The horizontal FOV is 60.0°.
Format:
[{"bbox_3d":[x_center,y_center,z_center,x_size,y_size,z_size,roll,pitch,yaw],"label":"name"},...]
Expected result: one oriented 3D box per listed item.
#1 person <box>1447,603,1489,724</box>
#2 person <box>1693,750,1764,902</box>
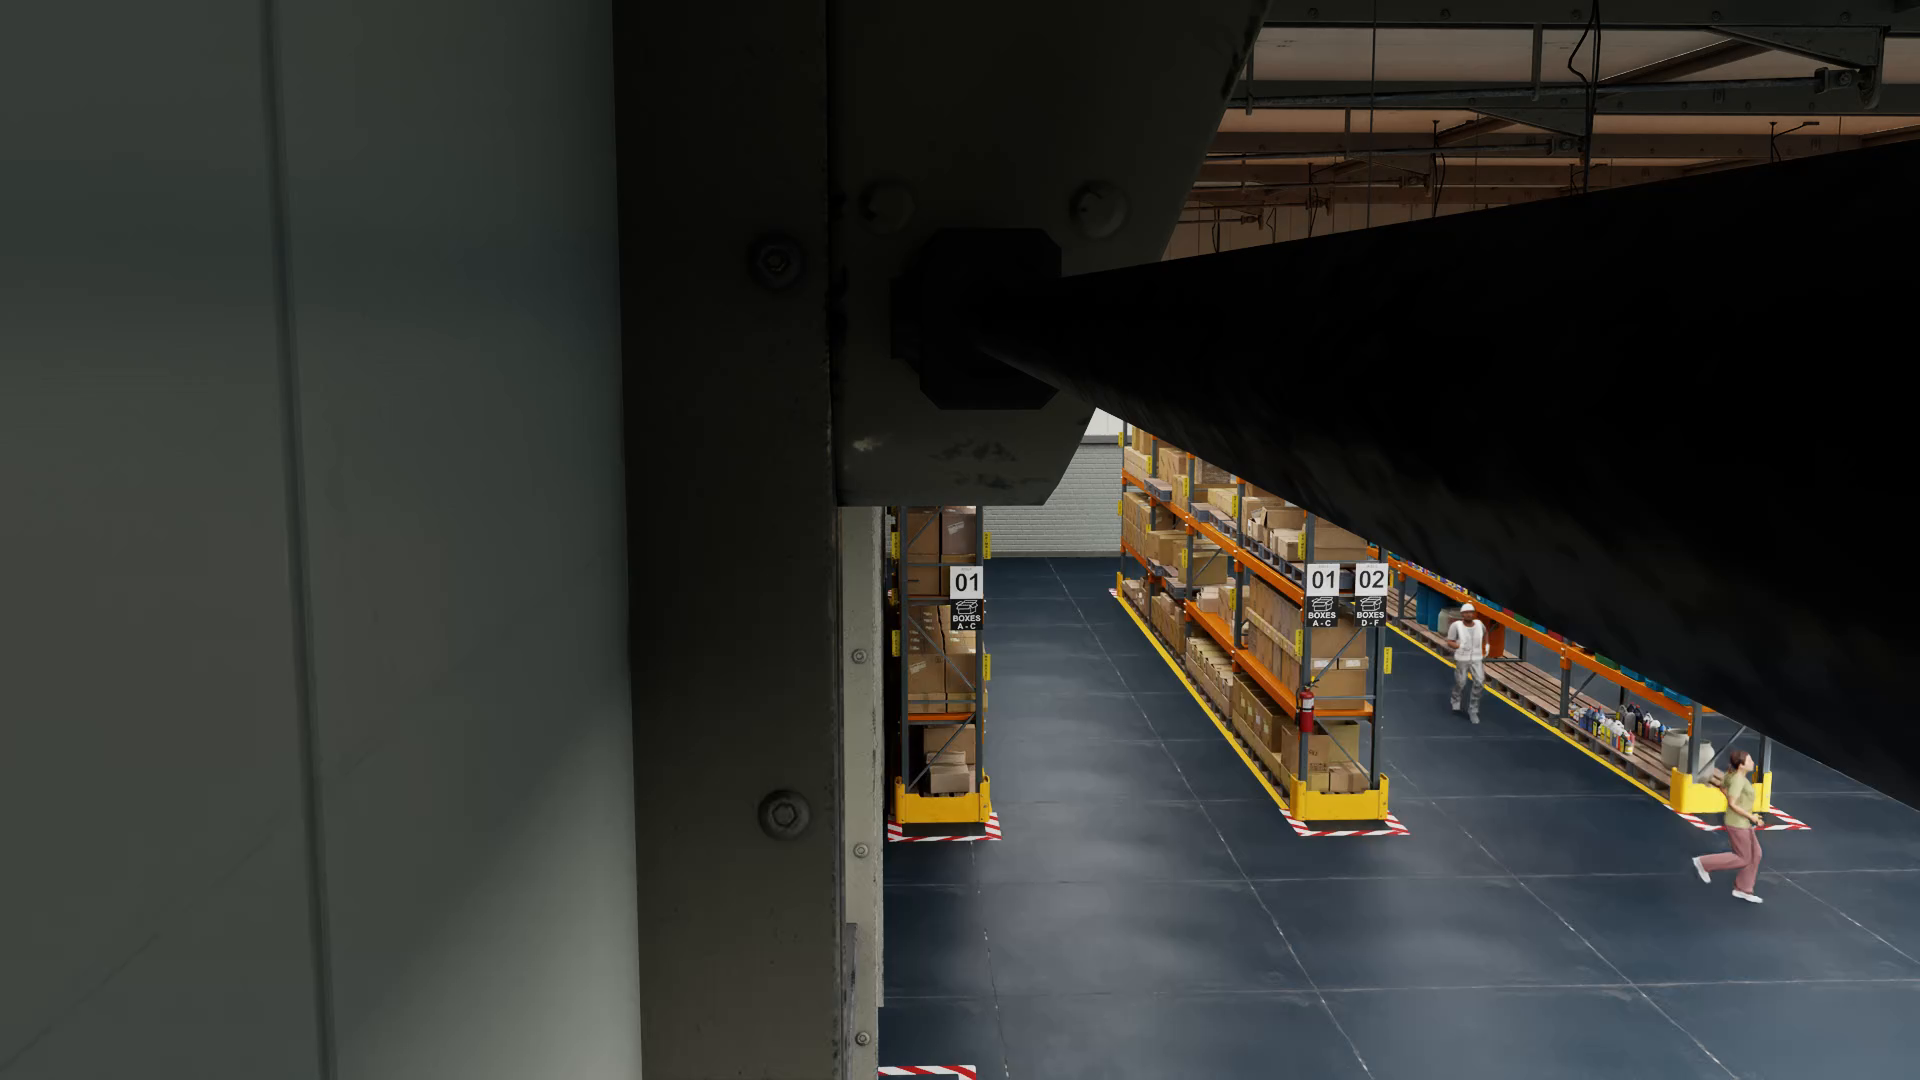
[{"bbox_3d":[7.838,1.878,25.629,0.691,1.820,0.775,0,8,3],"label":"person"},{"bbox_3d":[8.272,3.050,17.835,0.712,1.654,0.589,3,9,22],"label":"person"}]
